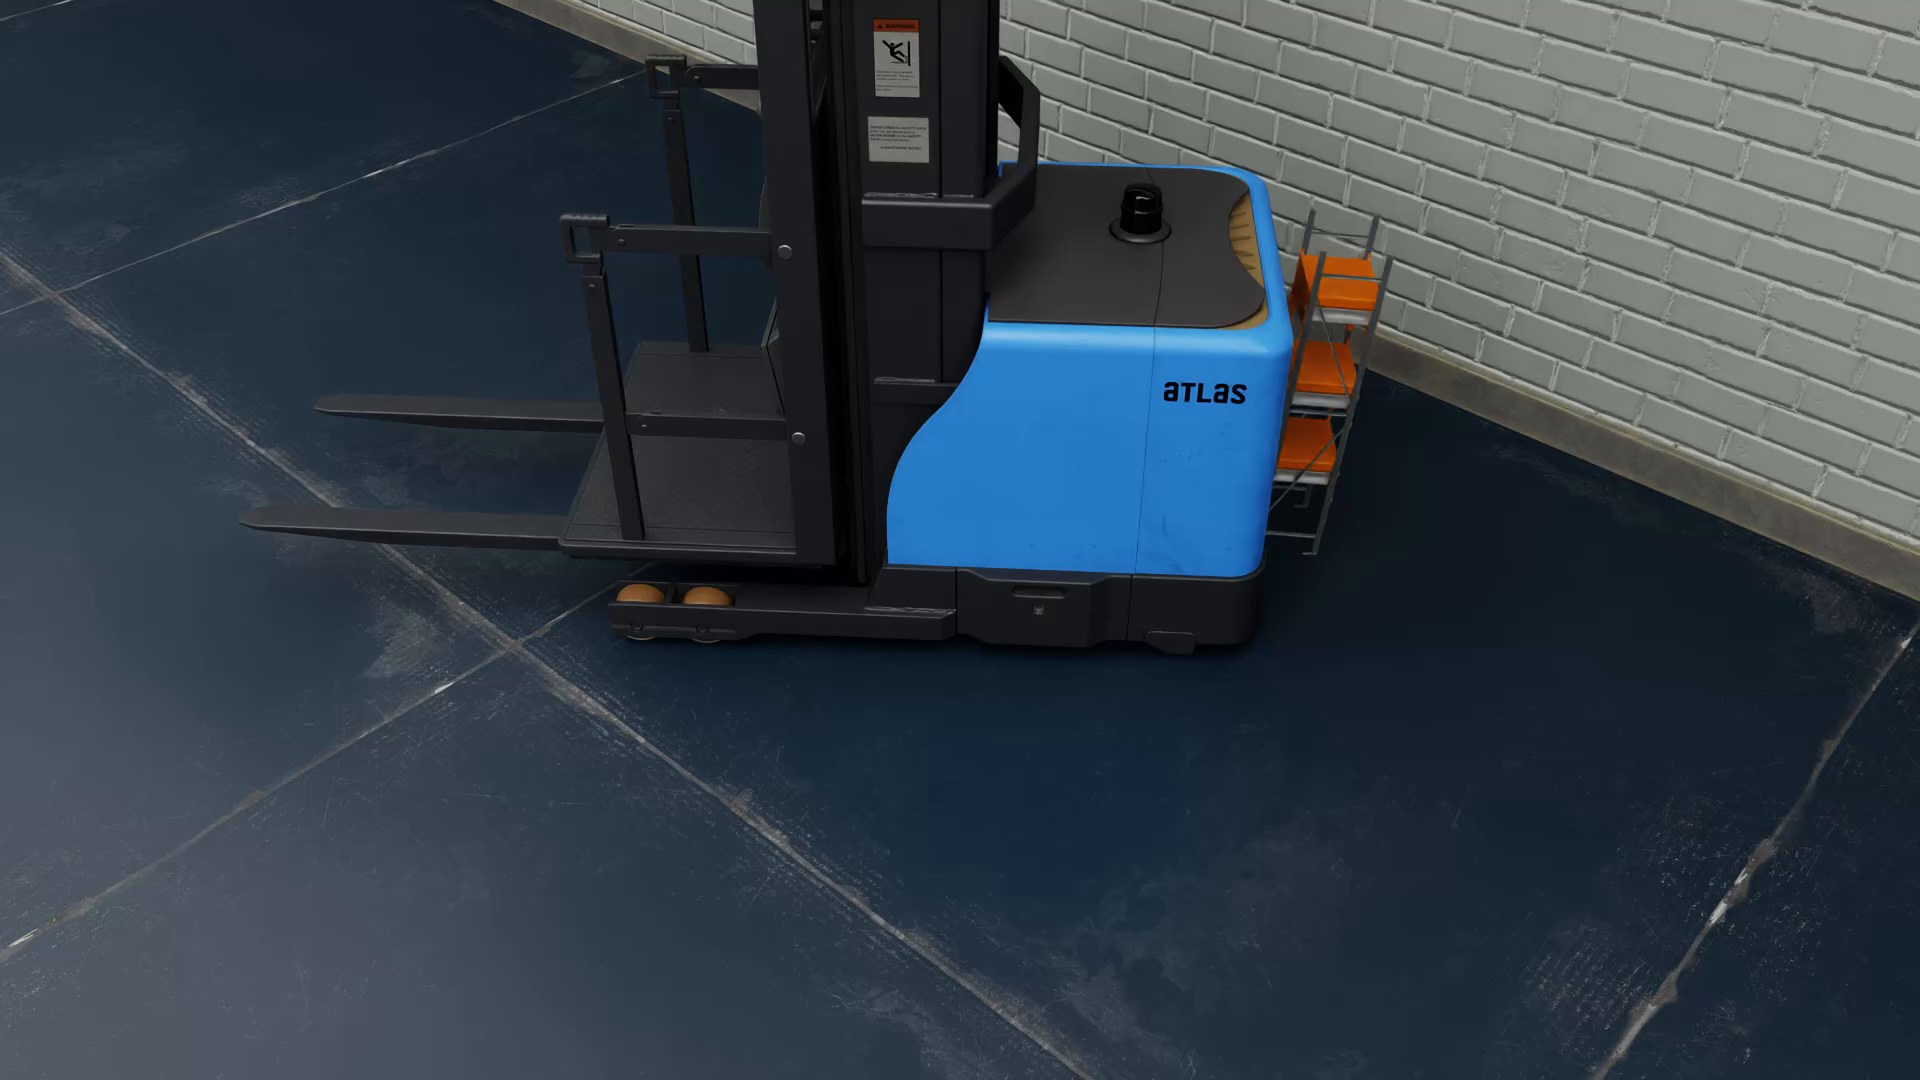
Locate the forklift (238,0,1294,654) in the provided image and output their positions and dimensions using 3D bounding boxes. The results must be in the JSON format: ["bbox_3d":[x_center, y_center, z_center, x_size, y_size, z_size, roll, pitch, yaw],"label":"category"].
[{"bbox_3d":[-0.622,-1.172,4.369,3.031,2.935,1.130,2,39,3],"label":"forklift"}]

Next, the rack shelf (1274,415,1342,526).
[{"bbox_3d":[1.034,-0.222,5.137,0.215,0.259,0.240,5,39,0],"label":"rack shelf"}]

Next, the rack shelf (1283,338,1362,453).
[{"bbox_3d":[1.053,-0.438,4.963,0.215,0.259,0.240,5,39,0],"label":"rack shelf"}]

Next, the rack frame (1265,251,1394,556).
[{"bbox_3d":[1.048,-0.370,4.861,0.200,1.050,0.008,5,39,0],"label":"rack frame"}]

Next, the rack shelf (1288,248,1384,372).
[{"bbox_3d":[1.072,-0.659,4.786,0.215,0.259,0.240,5,39,0],"label":"rack shelf"}]

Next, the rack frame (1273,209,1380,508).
[{"bbox_3d":[1.059,-0.522,5.052,0.200,1.050,0.008,5,39,0],"label":"rack frame"}]

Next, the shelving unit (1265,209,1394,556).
[{"bbox_3d":[1.053,-0.446,4.957,0.215,1.050,0.252,5,39,0],"label":"shelving unit"}]
